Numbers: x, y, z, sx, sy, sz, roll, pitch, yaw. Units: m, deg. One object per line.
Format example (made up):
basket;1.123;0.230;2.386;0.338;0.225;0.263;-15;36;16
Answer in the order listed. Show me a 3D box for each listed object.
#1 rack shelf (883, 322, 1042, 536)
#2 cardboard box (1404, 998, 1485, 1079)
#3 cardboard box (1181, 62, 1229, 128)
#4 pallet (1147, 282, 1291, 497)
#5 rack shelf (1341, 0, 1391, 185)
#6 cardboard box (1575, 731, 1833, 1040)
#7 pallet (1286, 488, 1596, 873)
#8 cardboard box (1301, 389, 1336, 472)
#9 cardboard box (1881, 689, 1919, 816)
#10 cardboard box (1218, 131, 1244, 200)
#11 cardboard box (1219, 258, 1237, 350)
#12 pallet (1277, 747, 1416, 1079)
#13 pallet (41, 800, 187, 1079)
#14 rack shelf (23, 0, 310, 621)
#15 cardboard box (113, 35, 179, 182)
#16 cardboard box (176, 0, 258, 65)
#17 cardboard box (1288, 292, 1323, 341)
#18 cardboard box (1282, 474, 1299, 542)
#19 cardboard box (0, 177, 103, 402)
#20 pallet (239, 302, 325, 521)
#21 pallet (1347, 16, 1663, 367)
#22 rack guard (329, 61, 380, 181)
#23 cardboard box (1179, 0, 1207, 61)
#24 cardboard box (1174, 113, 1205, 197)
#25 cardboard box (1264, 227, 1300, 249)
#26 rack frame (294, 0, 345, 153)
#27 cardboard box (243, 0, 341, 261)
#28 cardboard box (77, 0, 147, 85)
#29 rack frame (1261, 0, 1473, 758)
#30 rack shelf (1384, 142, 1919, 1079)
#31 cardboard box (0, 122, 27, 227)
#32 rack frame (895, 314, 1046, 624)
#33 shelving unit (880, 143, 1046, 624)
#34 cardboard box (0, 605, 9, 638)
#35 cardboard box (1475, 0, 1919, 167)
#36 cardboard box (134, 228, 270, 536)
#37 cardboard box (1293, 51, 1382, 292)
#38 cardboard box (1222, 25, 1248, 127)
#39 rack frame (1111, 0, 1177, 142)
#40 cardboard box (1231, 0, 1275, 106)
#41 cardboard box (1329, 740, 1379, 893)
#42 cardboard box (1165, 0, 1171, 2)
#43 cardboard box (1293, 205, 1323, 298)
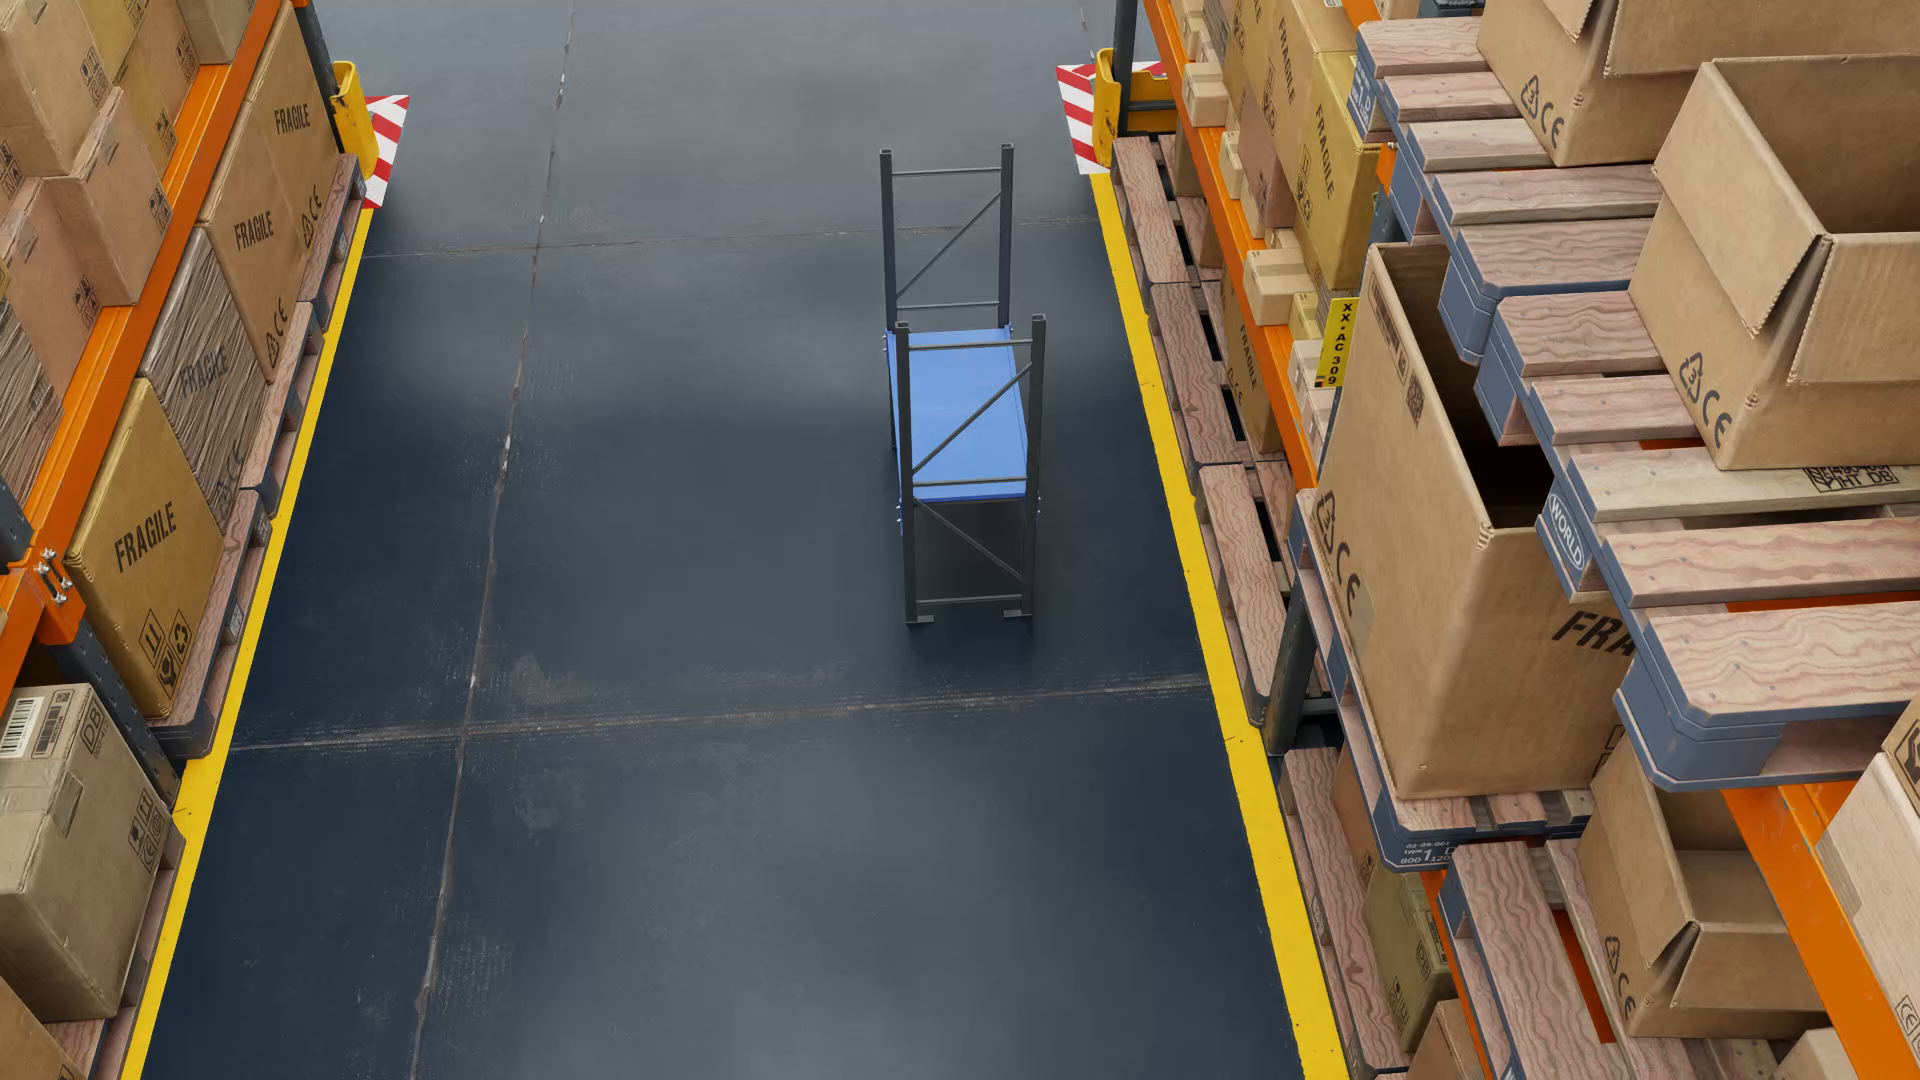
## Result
rack shelf;-0.007;-0.454;6.531;0.538;0.185;1.000;-3;47;-3
cardboard box;1.725;1.602;4.722;0.700;0.500;0.500;-7;47;-7
cardboard box;1.107;-1.799;6.697;0.380;0.149;0.250;-3;47;-3
pallet;1.430;-0.713;7.416;1.003;0.211;1.213;-3;47;-3
rack shelf;1.459;-2.534;5.650;1.077;0.370;4.000;-3;47;-3
cardboard box;1.864;0.766;3.735;0.797;0.503;0.637;1;47;1
pallet;1.545;0.325;4.645;1.003;0.211;1.213;-3;47;-3
cardboard box;1.316;-0.354;5.329;0.380;0.149;0.250;-3;47;-3
cardboard box;1.592;0.294;2.063;0.500;0.500;0.500;-3;47;-3
cardboard box;1.205;-1.441;6.358;0.380;0.149;0.250;-3;47;-3
cardboard box;1.445;-1.145;7.337;0.500;0.500;0.500;0;47;0
pallet;1.693;1.219;5.587;1.003;0.211;1.213;-3;47;-3
pallet;-3.185;1.438;5.379;1.003;0.211;1.213;-3;47;-3
rack shelf;-3.492;-1.274;6.523;1.077;0.370;4.000;-3;47;-3
cardboard box;-3.508;-1.564;6.199;0.875;0.550;0.500;-3;47;-3
cardboard box;-3.515;-2.358;6.950;0.875;0.550;0.550;-3;47;-3
cardboard box;1.343;-0.720;5.676;0.380;0.149;0.250;-3;47;-3
cardboard box;1.577;-0.294;6.531;0.500;0.500;0.500;10;47;9
cardboard box;-3.436;-0.789;5.465;0.875;0.550;0.550;-3;47;-3
pallet;-3.415;-0.556;7.267;1.003;0.211;1.213;-3;47;-3
pallet;1.572;-0.817;3.658;1.213;0.211;1.003;-3;47;-3
rack guard;-3.661;-2.127;8.556;1.175;0.500;0.348;-3;47;-3
cardboard box;1.141;-2.165;7.044;0.380;0.149;0.250;-3;47;-3
cardboard box;1.327;-2.029;8.175;0.500;0.500;0.500;4;47;4
cardboard box;1.322;-1.083;6.020;0.380;0.149;0.250;-3;47;-3
rack frame;-3.659;-2.969;7.632;1.000;3.000;0.127;-3;47;-3
cardboard box;-3.537;-1.896;7.790;0.875;0.875;0.875;-3;47;-3
cardboard box;-3.443;-1.940;5.810;0.875;0.550;0.500;-3;47;-3
rack frame;1.626;-0.303;5.108;1.000;3.000;0.127;-3;47;-3
rack shelf;1.794;0.360;2.909;1.077;0.370;4.000;-3;47;-3
cardboard box;-3.483;-1.158;5.070;0.875;0.550;0.550;-3;47;-3
rack frame;0.035;-0.210;6.052;0.500;1.500;0.032;-3;47;-3
shelving unit;-0.007;-0.577;6.400;0.538;1.500;1.048;-3;47;-3
cardboard box;-3.014;0.252;4.513;0.500;0.500;0.500;-4;47;-4
cardboard box;1.567;-1.168;3.501;0.797;0.503;0.637;-6;47;-5
cardboard box;-3.387;-0.600;6.563;0.875;0.875;0.875;-3;47;-3
cardboard box;1.315;-1.092;4.893;0.500;0.500;0.500;-3;47;-3
cardboard box;1.501;-1.853;6.302;0.875;0.500;0.500;-3;47;-3
rack frame;1.292;-3.197;7.848;1.000;3.000;0.127;-3;47;-3
cardboard box;1.231;-1.816;5.578;0.500;0.500;0.500;-3;47;-3
cardboard box;1.656;0.851;5.433;0.700;0.500;0.500;-7;47;-6
cardboard box;1.086;-2.526;7.386;0.380;0.149;0.250;-3;47;-3
cardboard box;1.644;-1.133;5.620;0.875;0.500;0.500;-3;47;-3
